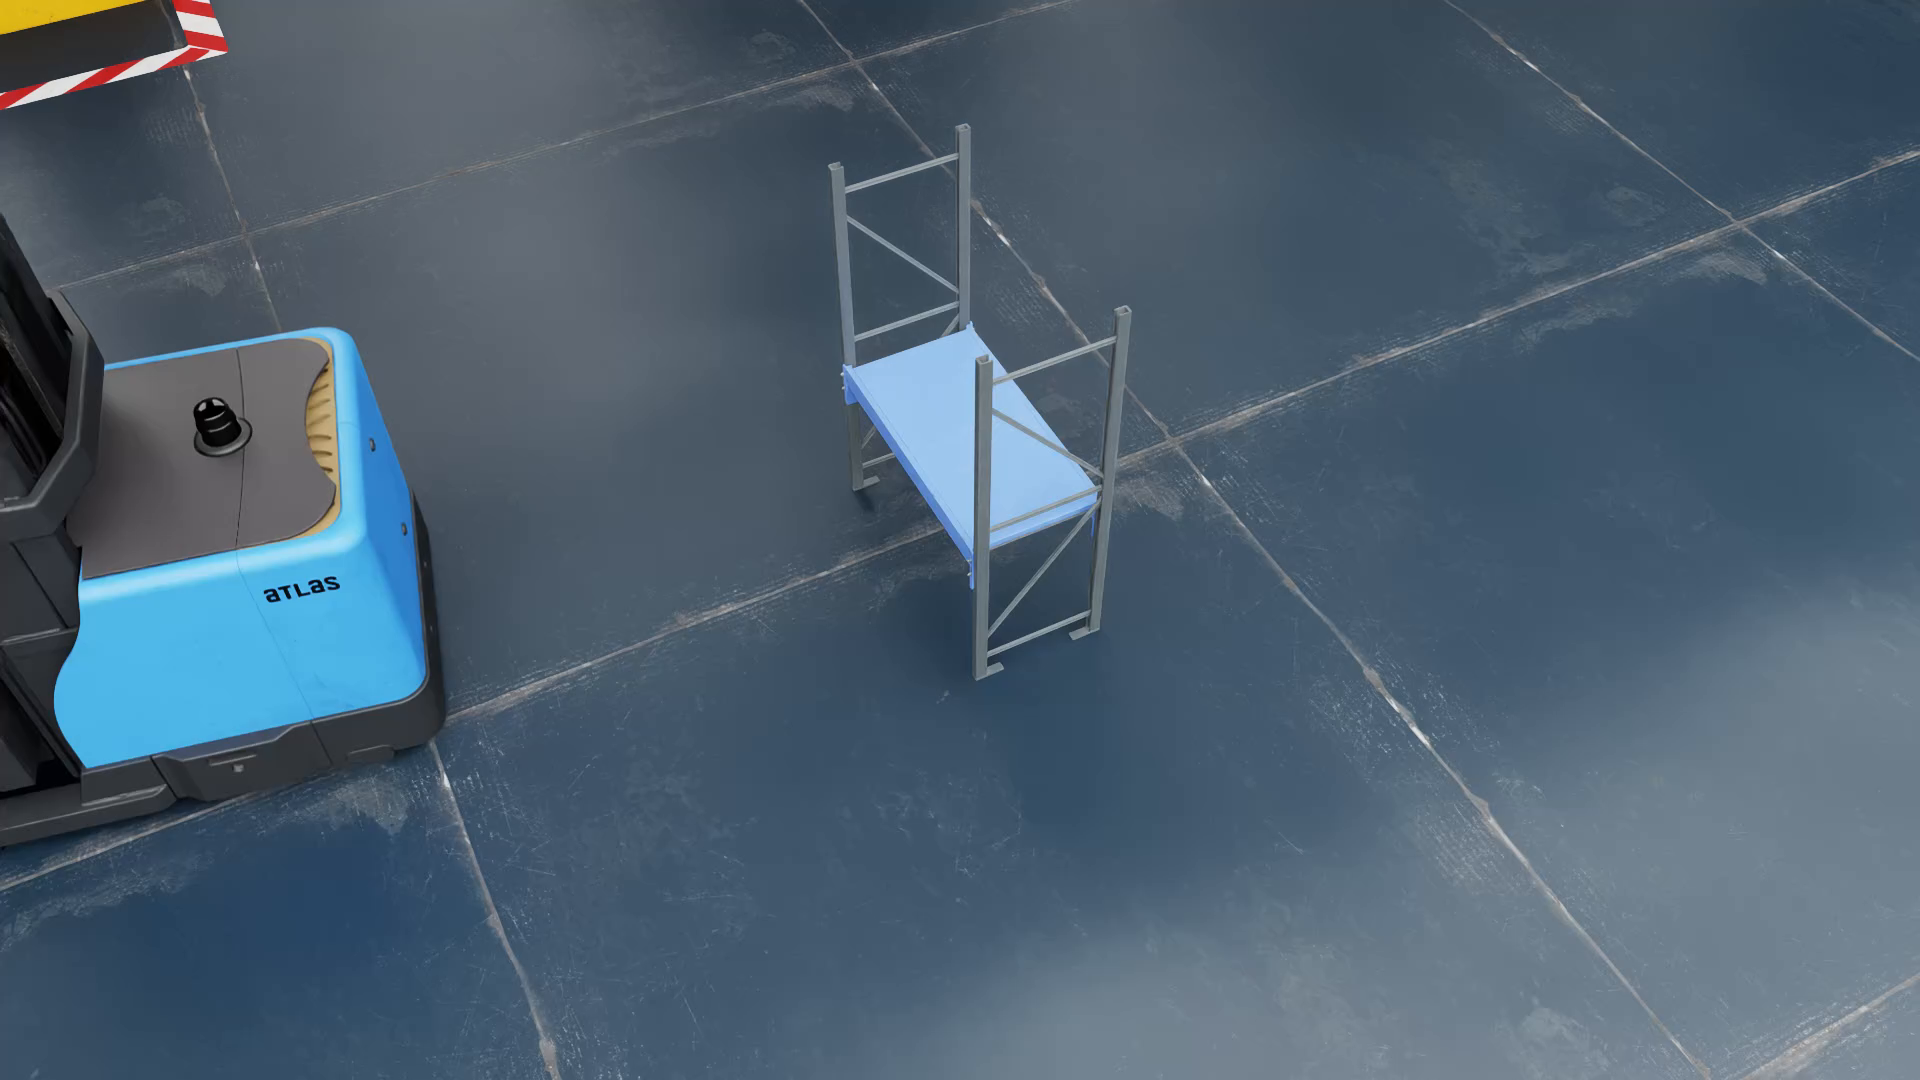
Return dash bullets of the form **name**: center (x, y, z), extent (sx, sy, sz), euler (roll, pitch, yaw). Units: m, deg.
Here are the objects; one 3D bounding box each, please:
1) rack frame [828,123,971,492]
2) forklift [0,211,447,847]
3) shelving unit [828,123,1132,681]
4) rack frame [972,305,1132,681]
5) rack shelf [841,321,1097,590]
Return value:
- **rack frame**: center (-0.194, -0.777, 5.933), extent (0.500, 1.500, 0.032), euler (-21, 52, -18)
- **forklift**: center (-3.313, -0.320, 4.583), extent (3.031, 2.935, 1.130), euler (-12, 50, -10)
- **shelving unit**: center (0.039, -0.437, 5.636), extent (0.538, 1.500, 1.048), euler (-21, 52, -18)
- **rack frame**: center (0.272, -0.096, 5.338), extent (0.500, 1.500, 0.032), euler (-21, 52, -18)
- **rack shelf**: center (0.039, -0.318, 5.771), extent (0.538, 0.185, 1.000), euler (-21, 52, -18)
